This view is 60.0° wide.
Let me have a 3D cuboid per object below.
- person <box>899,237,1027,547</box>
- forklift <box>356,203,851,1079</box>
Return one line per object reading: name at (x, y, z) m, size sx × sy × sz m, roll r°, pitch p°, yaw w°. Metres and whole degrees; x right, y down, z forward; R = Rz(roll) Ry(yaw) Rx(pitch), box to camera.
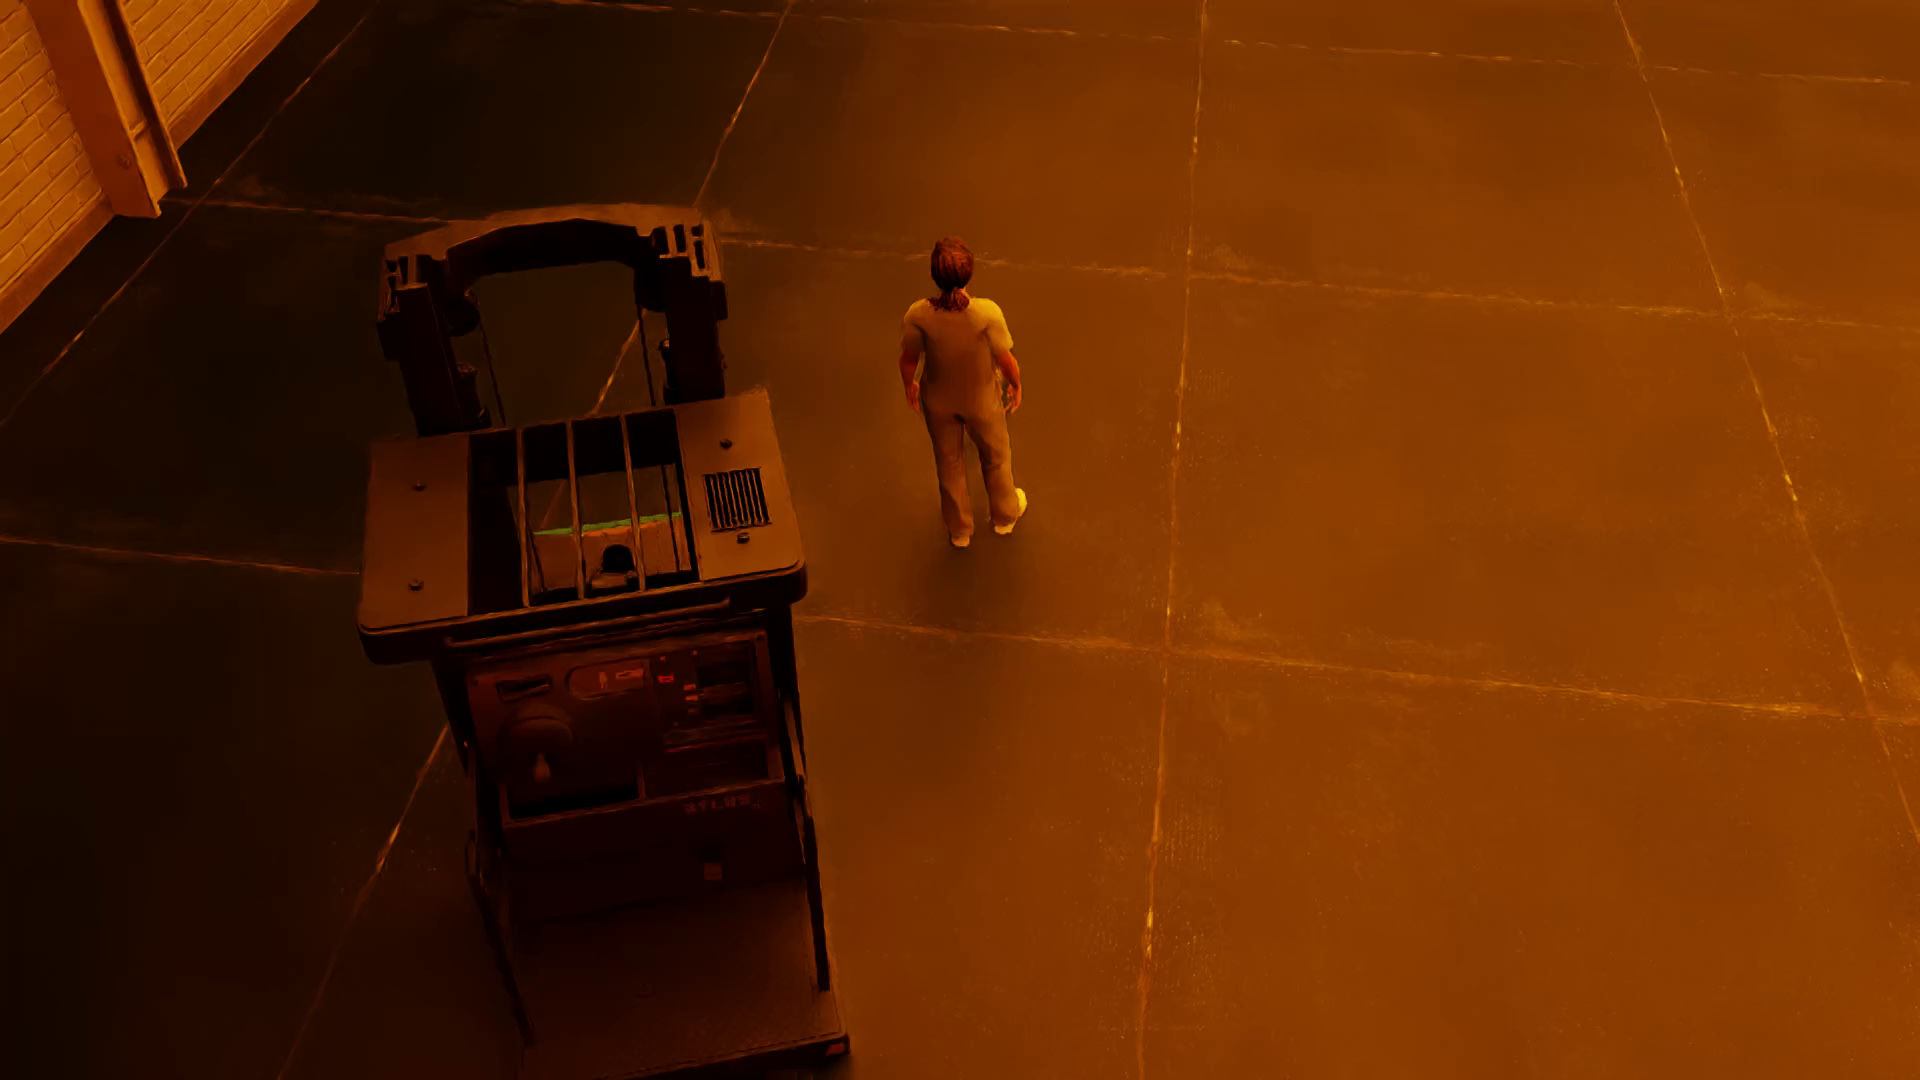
person at (0.024, -0.670, 7.383) m, size 0.550 × 1.658 × 0.532 m, roll 5°, pitch 43°, yaw 6°
forklift at (-1.007, 0.605, 5.066) m, size 1.130 × 2.935 × 3.031 m, roll -8°, pitch 43°, yaw -9°
